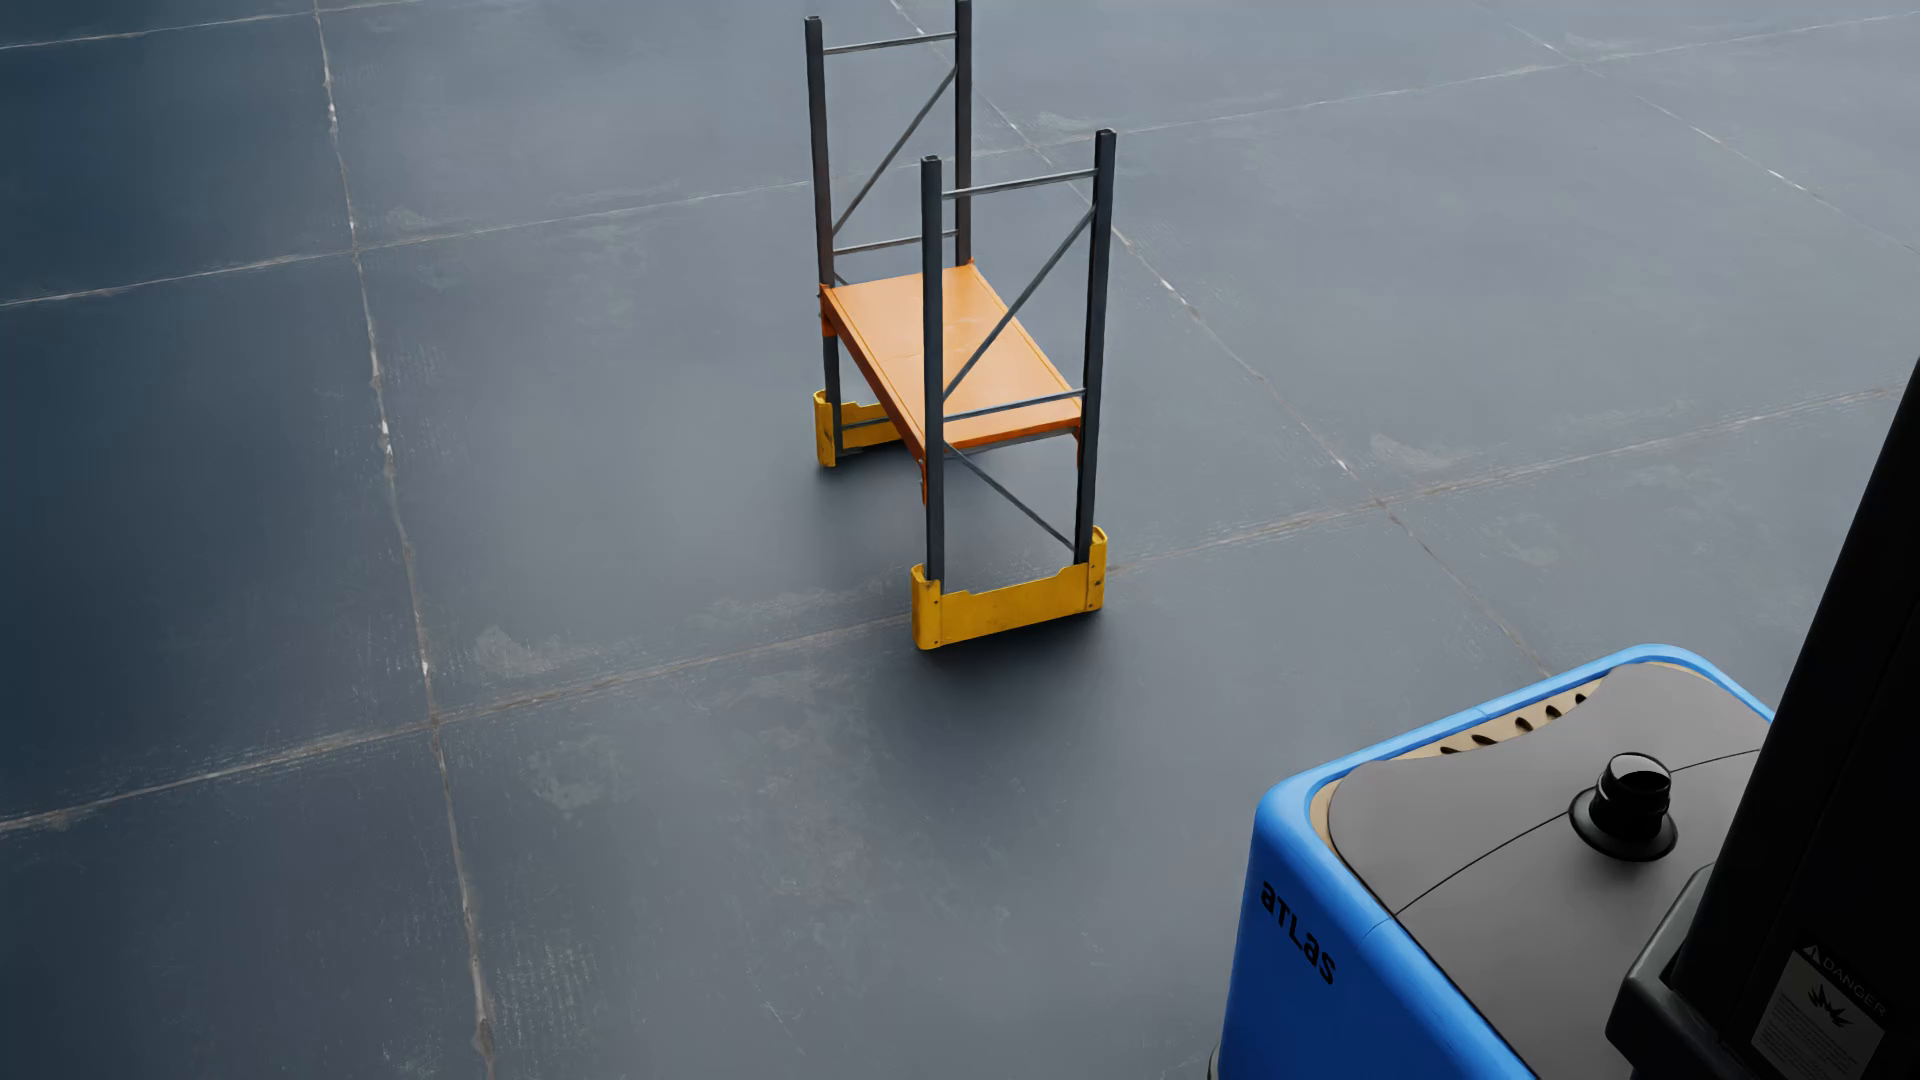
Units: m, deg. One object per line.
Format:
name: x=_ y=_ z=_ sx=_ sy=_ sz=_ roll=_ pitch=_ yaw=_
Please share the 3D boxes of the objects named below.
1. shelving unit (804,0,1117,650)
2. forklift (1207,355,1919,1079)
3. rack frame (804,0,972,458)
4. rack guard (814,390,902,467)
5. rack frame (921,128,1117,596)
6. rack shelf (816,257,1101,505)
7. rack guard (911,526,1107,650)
shelving unit: x=-0.026 y=-0.642 z=4.856 sx=0.587 sy=1.500 sz=1.083 roll=-12 pitch=39 yaw=-16
forklift: x=1.600 y=0.790 z=1.765 sx=1.130 sy=2.935 sz=3.031 roll=-16 pitch=40 yaw=-21
rack frame: x=-0.204 y=-0.934 z=5.244 sx=0.500 sy=1.500 sz=0.032 roll=-12 pitch=39 yaw=-16
rack guard: x=-0.198 y=-0.424 z=5.605 sx=0.587 sy=0.250 sz=0.087 roll=-12 pitch=39 yaw=-16
rack frame: x=0.146 y=-0.360 z=4.481 sx=0.500 sy=1.500 sz=0.032 roll=-12 pitch=39 yaw=-16
rack shelf: x=-0.029 y=-0.504 z=4.971 sx=0.538 sy=0.185 sz=1.000 roll=-12 pitch=39 yaw=-16
rack guard: x=0.145 y=0.138 z=4.858 sx=0.587 sy=0.250 sz=0.087 roll=-12 pitch=39 yaw=-16
